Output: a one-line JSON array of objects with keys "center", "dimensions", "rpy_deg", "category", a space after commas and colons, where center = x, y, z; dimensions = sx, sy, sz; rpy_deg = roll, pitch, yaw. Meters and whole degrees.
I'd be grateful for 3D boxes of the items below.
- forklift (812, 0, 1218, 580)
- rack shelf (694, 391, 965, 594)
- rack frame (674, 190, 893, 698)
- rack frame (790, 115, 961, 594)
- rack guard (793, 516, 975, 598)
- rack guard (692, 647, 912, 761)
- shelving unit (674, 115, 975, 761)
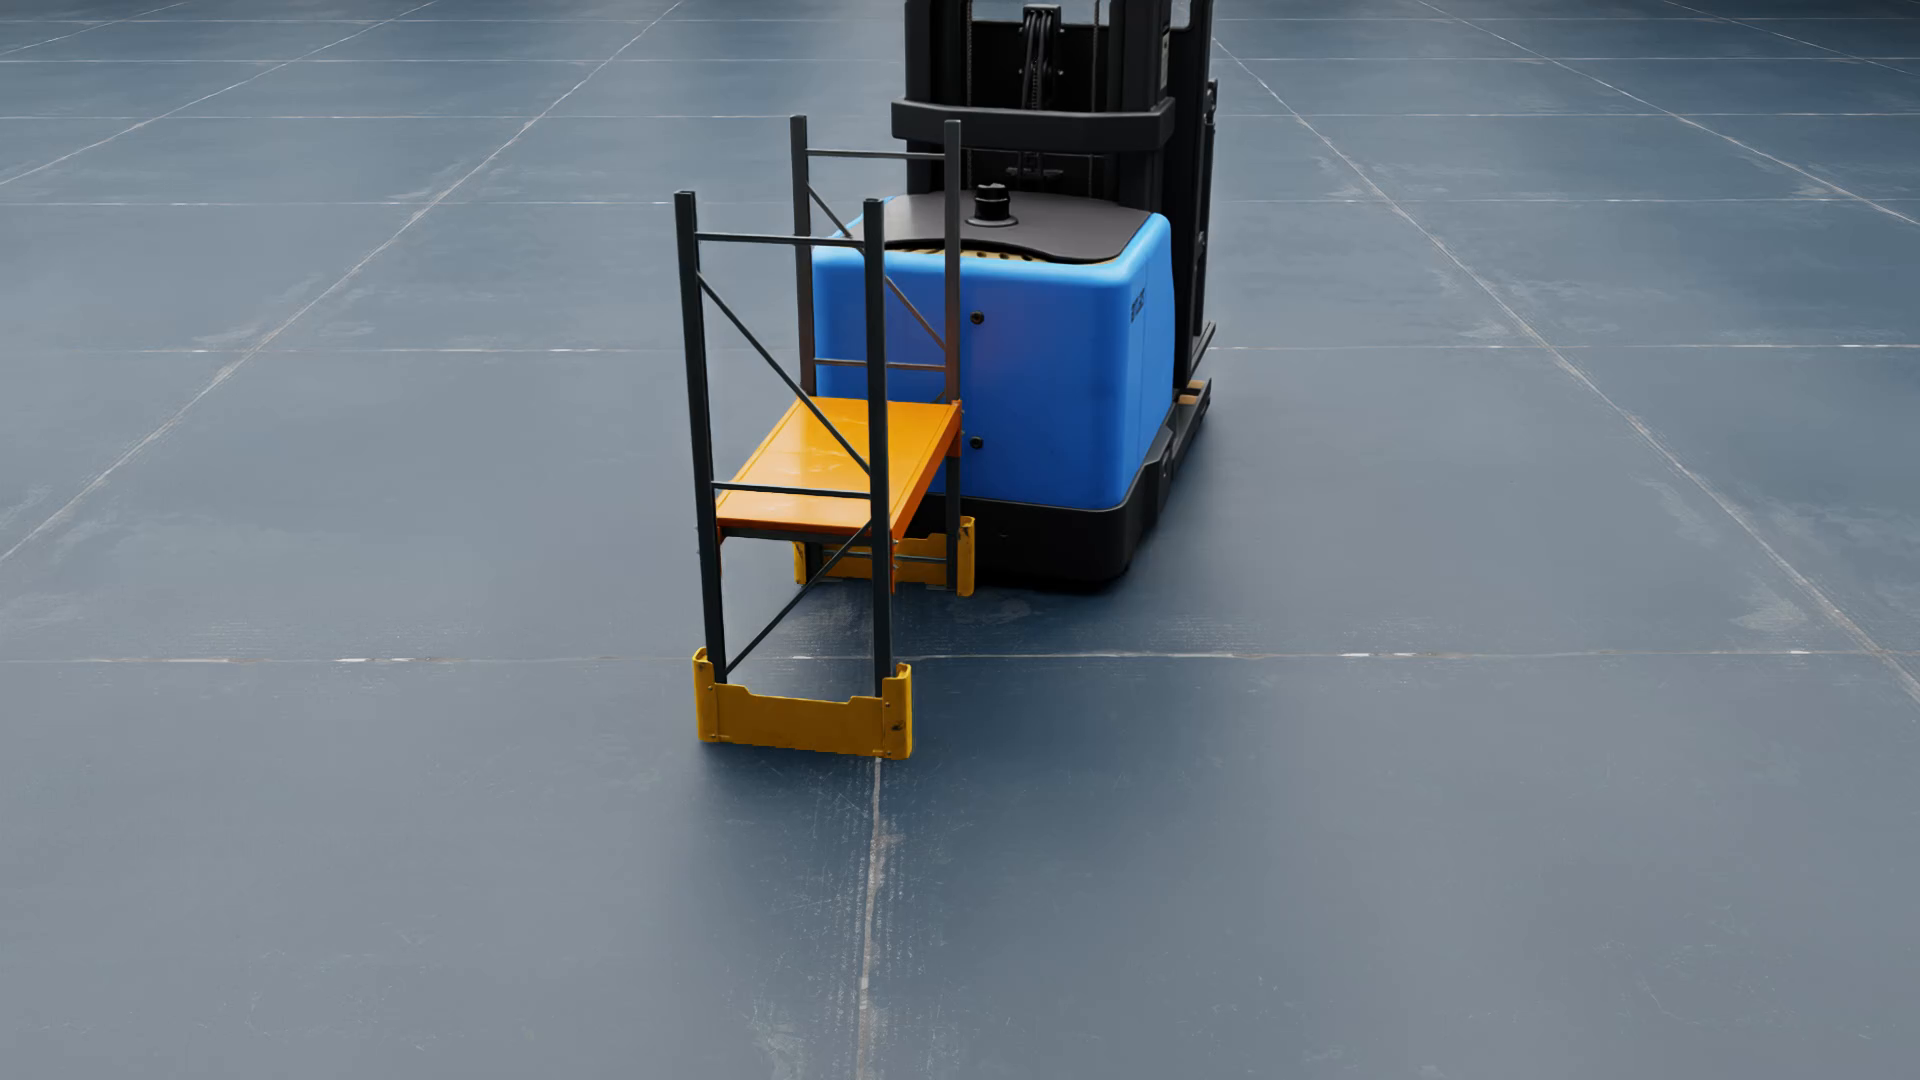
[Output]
[{"center": [0.409, -1.789, 6.149], "dimensions": [1.130, 2.935, 3.031], "rpy_deg": [7, 25, 14], "category": "forklift"}, {"center": [-0.336, -0.164, 4.730], "dimensions": [0.538, 0.185, 1.000], "rpy_deg": [4, 25, 9], "category": "rack shelf"}, {"center": [-0.426, -0.122, 4.200], "dimensions": [0.500, 1.500, 0.032], "rpy_deg": [4, 25, 9], "category": "rack frame"}, {"center": [-0.246, -0.534, 5.111], "dimensions": [0.500, 1.500, 0.032], "rpy_deg": [4, 25, 9], "category": "rack frame"}, {"center": [-0.246, 0.036, 5.368], "dimensions": [0.587, 0.250, 0.087], "rpy_deg": [4, 25, 9], "category": "rack guard"}, {"center": [-0.423, 0.440, 4.475], "dimensions": [0.587, 0.250, 0.087], "rpy_deg": [4, 25, 9], "category": "rack guard"}, {"center": [-0.334, -0.332, 4.664], "dimensions": [0.587, 1.500, 1.083], "rpy_deg": [4, 25, 9], "category": "shelving unit"}]
